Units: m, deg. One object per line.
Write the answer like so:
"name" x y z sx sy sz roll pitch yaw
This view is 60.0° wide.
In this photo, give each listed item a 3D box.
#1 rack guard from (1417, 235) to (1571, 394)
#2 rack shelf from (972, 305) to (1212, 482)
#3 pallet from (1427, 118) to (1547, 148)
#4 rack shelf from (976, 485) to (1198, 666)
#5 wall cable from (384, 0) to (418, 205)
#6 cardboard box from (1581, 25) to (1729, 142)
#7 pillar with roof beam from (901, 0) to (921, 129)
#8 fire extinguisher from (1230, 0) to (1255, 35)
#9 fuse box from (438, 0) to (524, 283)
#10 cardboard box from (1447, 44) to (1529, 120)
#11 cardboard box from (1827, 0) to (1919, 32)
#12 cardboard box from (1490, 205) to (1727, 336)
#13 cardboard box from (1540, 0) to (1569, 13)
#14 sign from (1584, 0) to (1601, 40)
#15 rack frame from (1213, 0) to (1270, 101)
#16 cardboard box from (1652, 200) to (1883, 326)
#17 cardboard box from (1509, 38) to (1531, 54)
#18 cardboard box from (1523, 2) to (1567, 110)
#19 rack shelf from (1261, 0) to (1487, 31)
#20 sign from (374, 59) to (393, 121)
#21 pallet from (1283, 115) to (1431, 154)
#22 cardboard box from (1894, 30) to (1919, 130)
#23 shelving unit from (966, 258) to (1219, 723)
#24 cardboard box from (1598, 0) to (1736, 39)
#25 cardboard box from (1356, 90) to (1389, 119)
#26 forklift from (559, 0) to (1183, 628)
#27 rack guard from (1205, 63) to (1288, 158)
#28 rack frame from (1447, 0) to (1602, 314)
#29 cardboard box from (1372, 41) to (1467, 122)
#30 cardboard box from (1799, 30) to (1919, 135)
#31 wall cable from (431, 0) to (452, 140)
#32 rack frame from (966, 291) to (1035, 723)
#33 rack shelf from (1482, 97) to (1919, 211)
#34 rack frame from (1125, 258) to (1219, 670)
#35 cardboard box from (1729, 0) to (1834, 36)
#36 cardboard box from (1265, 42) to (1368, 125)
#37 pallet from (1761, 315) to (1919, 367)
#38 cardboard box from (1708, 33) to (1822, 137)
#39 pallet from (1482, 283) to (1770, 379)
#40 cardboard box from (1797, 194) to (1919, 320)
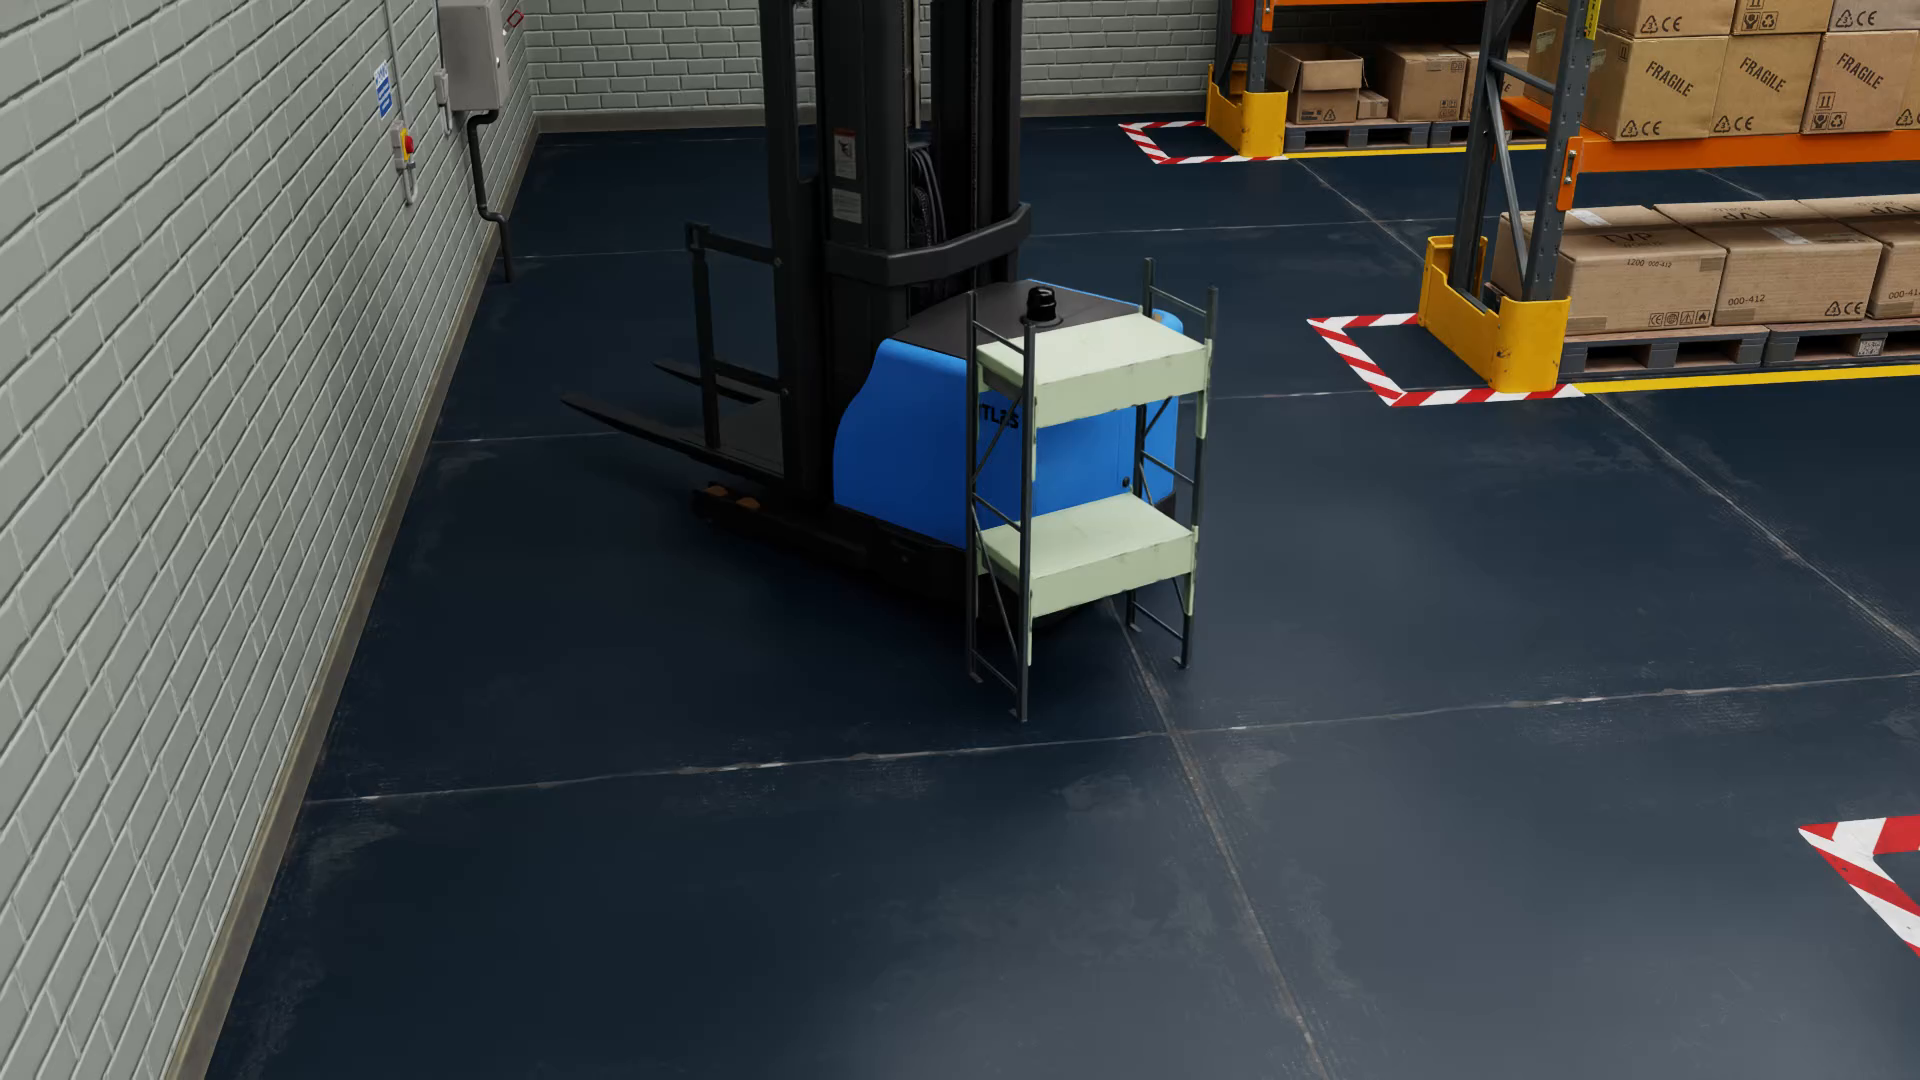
"rack guard" 2.918 -1.265 9.167 0.348 0.500 1.175 -4 27 -7
"rack shelf" 0.448 -0.521 5.767 0.720 0.370 0.431 -15 31 -26
"pallet" 4.316 -3.513 13.866 1.213 0.211 1.003 -4 27 -7
"rack shelf" 0.448 0.117 6.094 0.720 0.370 0.431 -15 31 -26
"wall cable" -2.639 -2.475 7.640 0.123 1.953 0.585 -4 27 -7
"cardboard box" 3.457 -2.323 8.383 0.500 0.500 0.500 -4 27 -8
"pillar with roof beam" 0.051 -5.581 8.269 0.400 9.000 9.100 -4 27 -7
"fire extinguisher" 2.165 -4.203 12.649 0.183 0.674 0.296 -4 27 -7
"fuse box" -2.787 -2.395 10.043 0.414 1.711 0.539 -4 27 -7
"cardboard box" 4.255 -3.718 13.488 0.500 0.500 0.500 -3 27 -6
"cardboard box" 4.476 -2.842 8.297 0.500 0.500 0.500 -4 27 -8
"cardboard box" 3.581 -1.512 9.258 0.875 0.438 0.875 -5 28 -9
"cardboard box" 3.386 -3.006 8.618 0.500 0.500 0.500 -3 27 -5
"sign" 3.013 -2.547 7.894 0.005 0.325 0.100 -4 27 -7
"rack frame" 2.246 -4.622 12.972 0.127 3.000 1.000 -4 27 -7
"cardboard box" 4.486 -1.574 9.379 0.875 0.438 0.875 -3 27 -6
"cardboard box" 4.745 -3.795 13.639 0.500 0.500 0.700 -5 28 -9
"cardboard box" 3.382 -2.573 8.869 0.500 0.500 0.500 -4 27 -7
"rack shelf" 4.227 -4.429 13.384 4.000 0.370 1.077 -4 27 -7
"sign" -2.693 -2.103 7.768 0.001 0.218 0.327 -4 27 -7
"pallet" 3.111 -3.437 13.718 1.213 0.211 1.003 -4 27 -7
"cardboard box" 4.954 -2.432 8.594 0.500 0.500 0.500 -3 27 -5
"shelving unit" 0.448 -0.173 5.945 0.755 1.500 0.431 -15 31 -26
"cardboard box" 3.457 -2.769 8.157 0.500 0.500 0.500 -4 27 -8
"cardboard box" 3.291 -3.546 13.538 0.250 0.149 0.380 -5 28 -9
"forklift" -0.562 -1.493 6.950 3.031 2.935 1.130 20 33 33
"rack guard" 2.322 -3.515 13.552 0.348 0.500 1.175 -4 27 -7
"rack frame" 2.942 -2.378 8.599 0.127 3.000 1.000 -4 27 -7
"cardboard box" 3.717 -3.729 13.511 0.500 0.500 0.700 -3 27 -5
"cardboard box" 4.460 -2.392 8.517 0.500 0.500 0.500 -4 27 -7
"wall cable" -2.848 -3.101 8.896 0.122 1.984 0.588 -4 27 -7
"rack frame" 0.131 -0.090 5.782 0.023 1.500 0.400 -15 31 -26
"rack shelf" 4.922 -2.185 9.011 4.000 0.370 1.077 -4 27 -7
"rack frame" 0.765 -0.257 6.108 0.023 1.500 0.400 -15 31 -26
"cardboard box" 3.967 -2.805 8.227 0.500 0.500 0.500 -4 27 -9
"cardboard box" 2.865 -3.694 13.438 0.637 0.503 0.797 -5 28 -9
"pallet" 4.928 -1.300 9.552 1.213 0.211 1.003 -4 27 -7
"cardboard box" 3.954 -2.368 8.470 0.500 0.500 0.500 -4 27 -8
"pallet" 3.723 -1.224 9.404 1.213 0.211 1.003 -4 27 -7
"cardboard box" 5.380 -1.631 9.489 0.875 0.438 0.875 -4 27 -9
